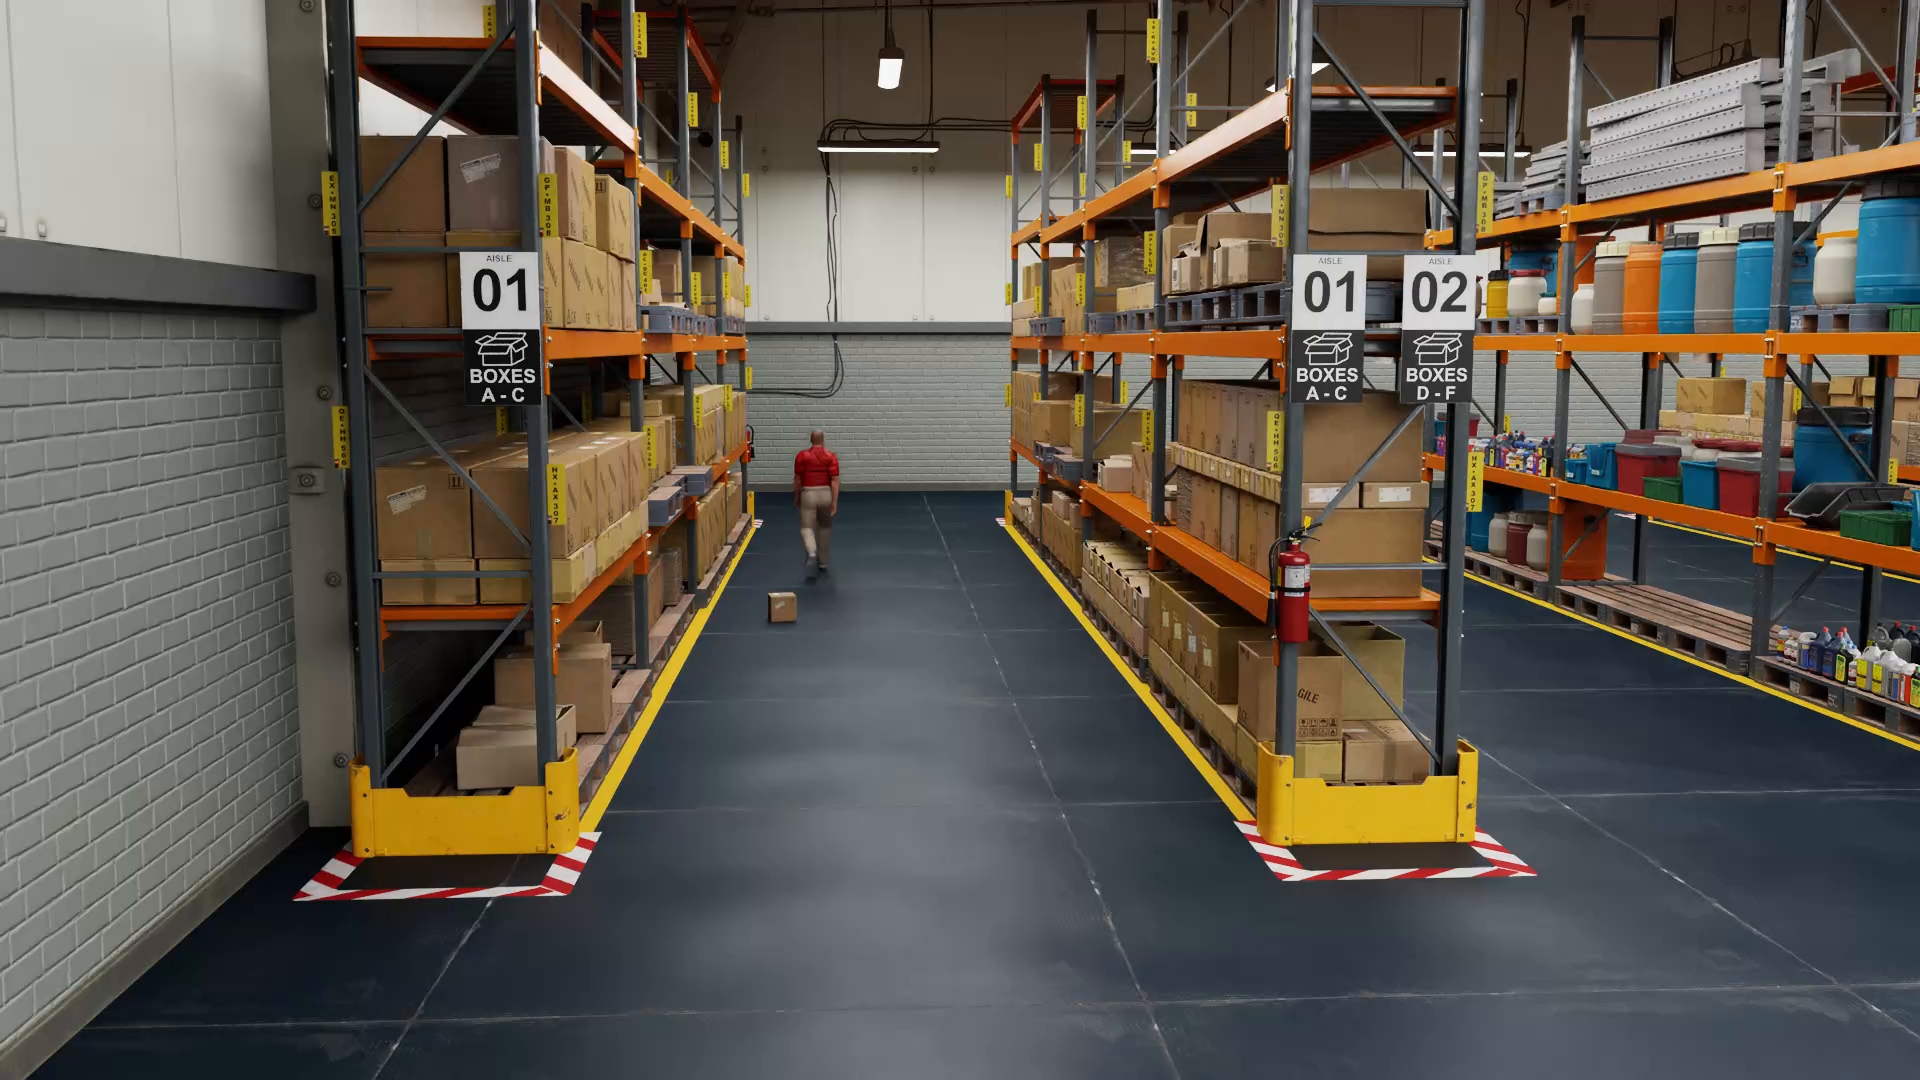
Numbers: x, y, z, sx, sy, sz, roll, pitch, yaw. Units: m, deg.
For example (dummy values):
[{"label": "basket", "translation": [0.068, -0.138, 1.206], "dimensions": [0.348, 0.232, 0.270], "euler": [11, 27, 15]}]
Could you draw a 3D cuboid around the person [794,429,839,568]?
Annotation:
[{"label": "person", "translation": [-1.706, -0.479, 19.776], "dimensions": [0.527, 1.682, 0.963], "euler": [-1, 7, -11]}]
